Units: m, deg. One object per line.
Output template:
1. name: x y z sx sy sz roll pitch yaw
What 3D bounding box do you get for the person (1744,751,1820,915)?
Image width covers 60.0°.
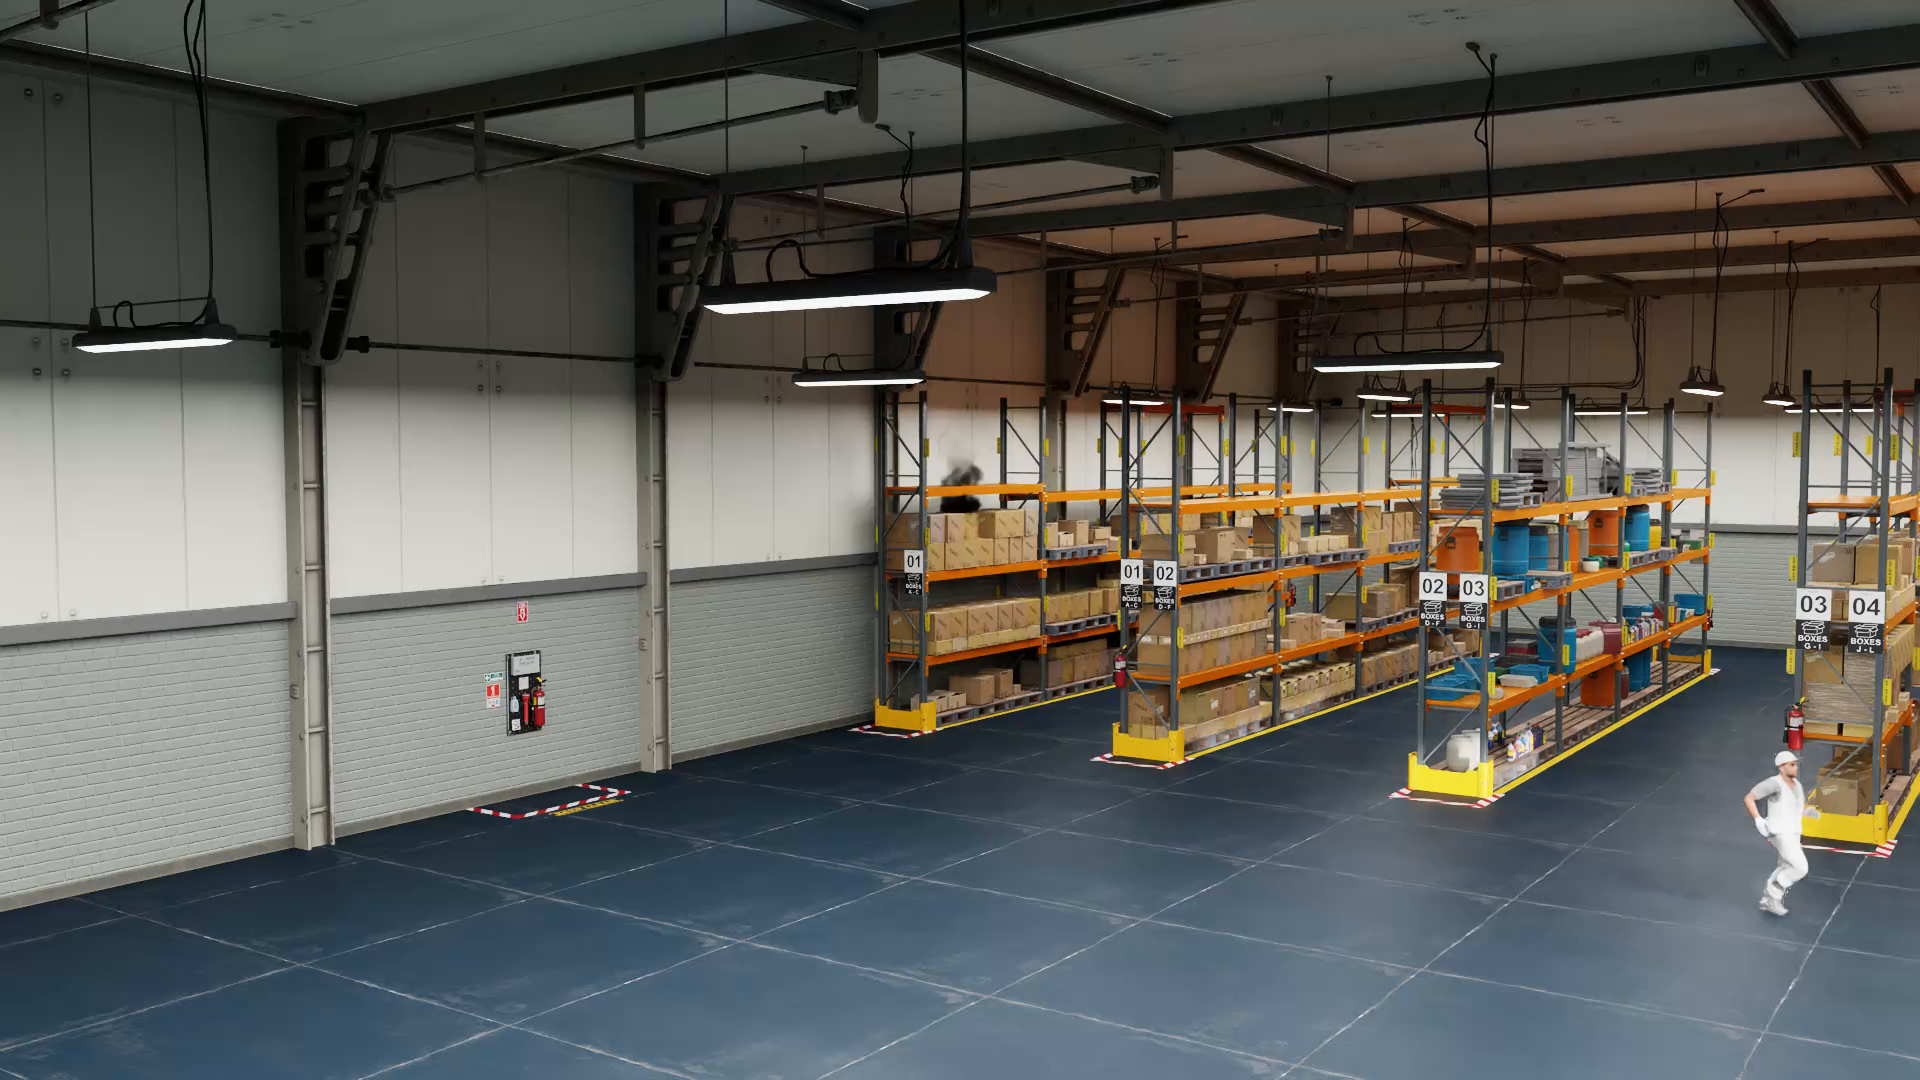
1. person: 8.798 3.127 17.666 0.652 1.752 0.641 -2 4 -33
